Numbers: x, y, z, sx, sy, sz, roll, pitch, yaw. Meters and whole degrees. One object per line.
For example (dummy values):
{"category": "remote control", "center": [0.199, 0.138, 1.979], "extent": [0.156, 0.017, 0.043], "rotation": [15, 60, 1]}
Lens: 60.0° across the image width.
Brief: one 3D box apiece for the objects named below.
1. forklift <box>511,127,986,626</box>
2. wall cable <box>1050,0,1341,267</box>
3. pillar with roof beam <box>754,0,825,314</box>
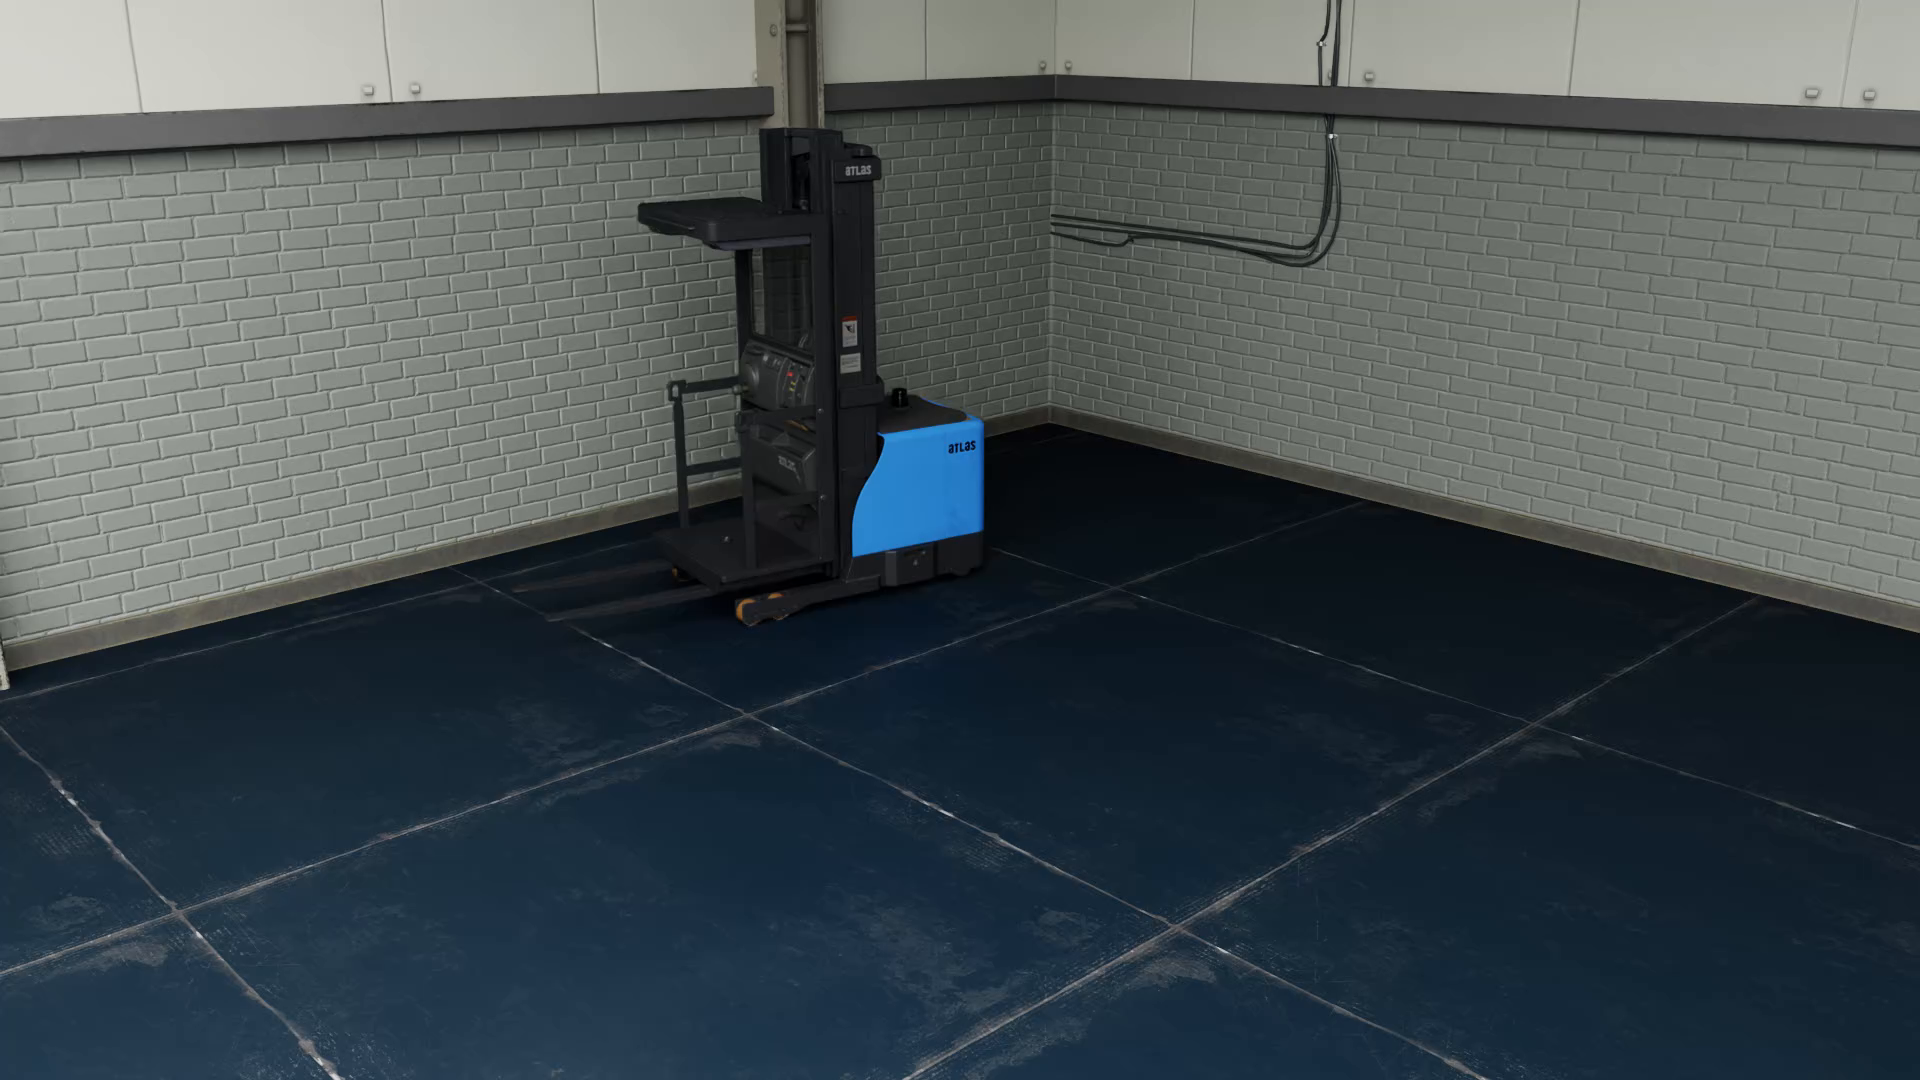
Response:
{"category": "forklift", "center": [-1.339, -1.046, 10.458], "extent": [3.031, 2.935, 1.130], "rotation": [-11, 21, -31]}
{"category": "wall cable", "center": [1.792, -3.559, 13.405], "extent": [0.112, 2.526, 3.097], "rotation": [-16, 24, -41]}
{"category": "pillar with roof beam", "center": [1.701, -3.743, 8.939], "extent": [0.400, 9.000, 9.100], "rotation": [-16, 24, -41]}
